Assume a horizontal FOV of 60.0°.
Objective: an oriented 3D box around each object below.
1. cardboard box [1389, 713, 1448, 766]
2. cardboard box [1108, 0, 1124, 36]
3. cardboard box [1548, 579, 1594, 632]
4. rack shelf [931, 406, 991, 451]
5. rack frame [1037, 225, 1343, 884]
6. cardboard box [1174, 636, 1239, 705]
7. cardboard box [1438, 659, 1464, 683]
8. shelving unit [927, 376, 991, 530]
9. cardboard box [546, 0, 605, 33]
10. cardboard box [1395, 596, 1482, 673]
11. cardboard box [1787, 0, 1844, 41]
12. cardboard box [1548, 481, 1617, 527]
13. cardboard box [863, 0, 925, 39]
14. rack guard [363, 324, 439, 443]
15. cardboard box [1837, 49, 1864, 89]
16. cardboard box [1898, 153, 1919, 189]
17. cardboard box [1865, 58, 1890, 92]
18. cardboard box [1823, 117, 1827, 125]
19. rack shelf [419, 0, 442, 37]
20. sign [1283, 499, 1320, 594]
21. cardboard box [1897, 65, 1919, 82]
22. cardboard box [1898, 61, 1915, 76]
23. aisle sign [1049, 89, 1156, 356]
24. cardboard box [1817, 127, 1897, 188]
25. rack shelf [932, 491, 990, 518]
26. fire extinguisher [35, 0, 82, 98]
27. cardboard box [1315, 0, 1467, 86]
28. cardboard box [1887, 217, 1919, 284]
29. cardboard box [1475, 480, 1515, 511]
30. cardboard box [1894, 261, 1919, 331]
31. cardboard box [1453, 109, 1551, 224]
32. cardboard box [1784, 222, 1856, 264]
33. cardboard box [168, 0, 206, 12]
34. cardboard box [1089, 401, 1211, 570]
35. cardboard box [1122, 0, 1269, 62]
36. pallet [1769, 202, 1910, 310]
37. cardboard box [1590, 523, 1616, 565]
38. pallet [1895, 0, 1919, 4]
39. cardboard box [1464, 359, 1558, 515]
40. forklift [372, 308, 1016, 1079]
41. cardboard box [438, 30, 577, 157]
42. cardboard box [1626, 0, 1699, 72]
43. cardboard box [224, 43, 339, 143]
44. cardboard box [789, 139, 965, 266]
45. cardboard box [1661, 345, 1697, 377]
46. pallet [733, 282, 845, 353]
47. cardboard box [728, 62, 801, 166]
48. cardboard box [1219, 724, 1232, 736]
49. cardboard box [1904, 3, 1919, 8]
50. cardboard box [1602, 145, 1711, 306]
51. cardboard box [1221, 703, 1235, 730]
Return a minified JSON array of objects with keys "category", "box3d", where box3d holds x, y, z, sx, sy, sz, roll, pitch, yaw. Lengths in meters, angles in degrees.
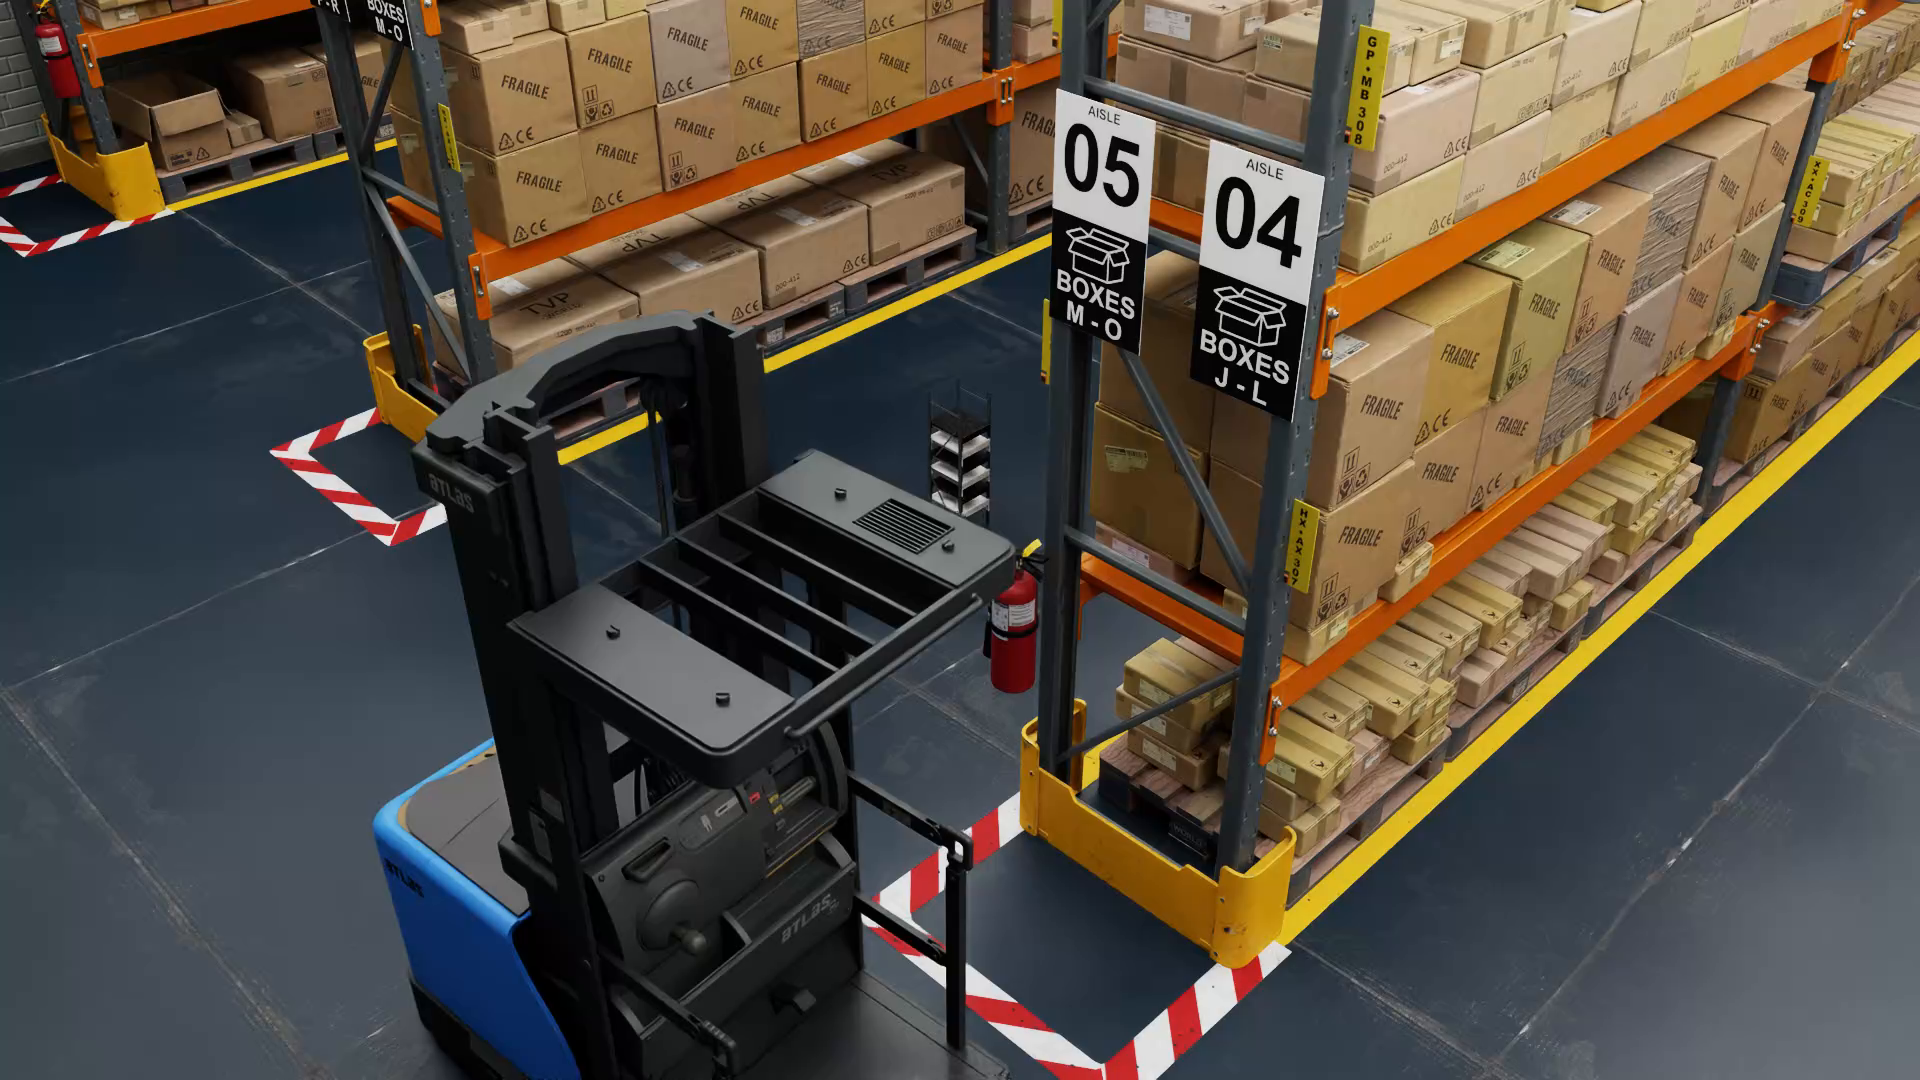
[{"category":"cardboard box","box3d":[1.856,0.768,7.142,0.250,0.149,0.380,-29,44,-35]},{"category":"cardboard box","box3d":[0.801,-3.642,11.471,0.500,0.250,0.500,28,44,34]},{"category":"cardboard box","box3d":[2.760,0.247,7.889,0.380,0.149,0.250,29,44,35]},{"category":"rack shelf","box3d":[-0.006,-0.560,8.343,0.258,0.077,0.200,30,45,35]},{"category":"rack frame","box3d":[0.706,0.157,5.893,1.000,3.000,0.127,30,45,35]},{"category":"cardboard box","box3d":[1.117,0.515,6.986,0.250,0.149,0.380,-29,44,-35]},{"category":"cardboard box","box3d":[1.977,0.493,7.276,0.380,0.149,0.250,27,43,33]},{"category":"shelving unit","box3d":[-0.006,-0.366,8.479,0.258,0.900,0.210,30,45,35]},{"category":"cardboard box","box3d":[-2.033,-2.741,8.520,0.250,0.149,0.380,-28,44,-34]},{"category":"cardboard box","box3d":[2.011,0.381,7.177,0.250,0.149,0.380,-28,44,-34]},{"category":"cardboard box","box3d":[3.370,-2.327,6.964,0.500,0.250,0.500,-29,44,-35]},{"category":"cardboard box","box3d":[2.898,-0.166,7.962,0.250,0.149,0.380,-28,44,-34]},{"category":"cardboard box","box3d":[-0.560,-3.366,9.983,0.500,0.500,0.500,29,44,35]},{"category":"rack guard","box3d":[-2.895,-0.762,9.396,1.175,0.500,0.348,30,45,35]},{"category":"cardboard box","box3d":[4.776,-2.660,9.265,0.380,0.149,0.250,29,44,35]},{"category":"cardboard box","box3d":[4.673,-1.949,8.505,0.380,0.149,0.250,28,43,34]},{"category":"cardboard box","box3d":[5.130,-2.742,9.643,0.380,0.149,0.250,30,45,35]},{"category":"cardboard box","box3d":[4.579,-2.307,9.279,0.250,0.149,0.380,-28,43,-34]},{"category":"rack shelf","box3d":[-1.469,-3.544,9.207,1.077,0.370,4.000,30,45,35]},{"category":"sign","box3d":[1.091,0.021,5.332,0.100,0.325,0.005,30,45,35]},{"category":"cardboard box","box3d":[5.226,-2.390,8.878,0.250,0.149,0.380,-28,44,-34]},{"category":"cardboard box","box3d":[5.505,-2.840,10.044,0.250,0.149,0.380,-27,43,-33]},{"category":"aisle sign","box3d":[0.441,-1.000,5.280,0.394,0.787,0.004,30,45,35]},{"category":"cardboard box","box3d":[4.320,-1.870,8.132,0.250,0.149,0.380,-29,44,-34]},{"category":"rack shelf","box3d":[-0.006,-0.191,8.601,0.258,0.077,0.200,30,45,35]},{"category":"fire extinguisher","box3d":[-6.179,-3.365,11.337,0.296,0.674,0.183,30,45,35]},{"category":"cardboard box","box3d":[1.288,-1.516,5.016,0.250,0.149,0.380,-28,44,-34]},{"category":"cardboard box","box3d":[5.329,-1.752,9.793,0.500,0.250,0.500,-29,44,-35]},{"category":"cardboard box","box3d":[2.032,-0.296,6.763,0.380,0.149,0.250,29,44,34]},{"category":"cardboard box","box3d":[5.696,-1.655,10.310,0.500,0.500,0.500,-28,44,-34]},{"category":"cardboard box","box3d":[1.578,-1.303,5.495,0.500,0.250,0.500,-28,44,-34]},{"category":"cardboard box","box3d":[4.128,-1.510,8.136,0.380,0.149,0.250,27,43,33]},{"category":"cardboard box","box3d":[-5.670,-3.958,12.013,0.380,0.149,0.250,29,44,35]},{"category":"cardboard box","box3d":[0.840,-0.292,6.189,0.500,0.500,0.500,-29,44,-35]},{"category":"cardboard box","box3d":[0.731,-1.633,5.184,0.380,0.149,0.250,29,44,35]},{"category":"pallet","box3d":[4.166,-1.639,8.637,1.003,0.211,1.213,30,45,35]},{"category":"cardboard box","box3d":[2.923,-0.042,8.044,0.250,0.149,0.380,-29,44,-35]},{"category":"pallet","box3d":[4.035,-2.827,7.715,1.213,0.211,1.003,30,45,35]},{"category":"cardboard box","box3d":[1.931,-0.498,6.485,0.500,0.500,0.500,-29,44,-35]},{"category":"forklift","box3d":[-0.535,0.924,4.854,3.031,2.935,1.130,26,42,32]},{"category":"cardboard box","box3d":[-2.338,-2.328,8.495,0.500,0.500,0.500,28,44,34]},{"category":"cardboard box","box3d":[2.286,-1.908,5.927,0.500,0.250,0.500,28,43,34]},{"category":"cardboard box","box3d":[-5.275,-3.484,12.932,0.500,0.500,0.700,-28,44,-34]},{"category":"cardboard box","box3d":[-0.578,-2.330,11.332,0.875,0.438,0.875,29,44,35]},{"category":"cardboard box","box3d":[3.154,-0.920,7.657,0.250,0.149,0.380,-28,44,-34]},{"category":"pallet","box3d":[-1.511,-1.502,10.710,1.003,0.211,1.213,30,45,35]},{"category":"cardboard box","box3d":[-1.287,-2.543,9.677,0.500,0.500,0.500,-28,44,-34]},{"category":"cardboard box","box3d":[1.038,0.712,7.223,0.250,0.149,0.380,-28,44,-34]},{"category":"cardboard box","box3d":[5.692,-3.184,10.016,0.380,0.149,0.250,28,44,34]},{"category":"cardboard box","box3d":[2.654,-1.326,6.798,0.500,0.500,0.500,-29,44,-35]},{"category":"cardboard box","box3d":[1.097,0.619,7.096,0.380,0.149,0.250,28,44,34]}]
